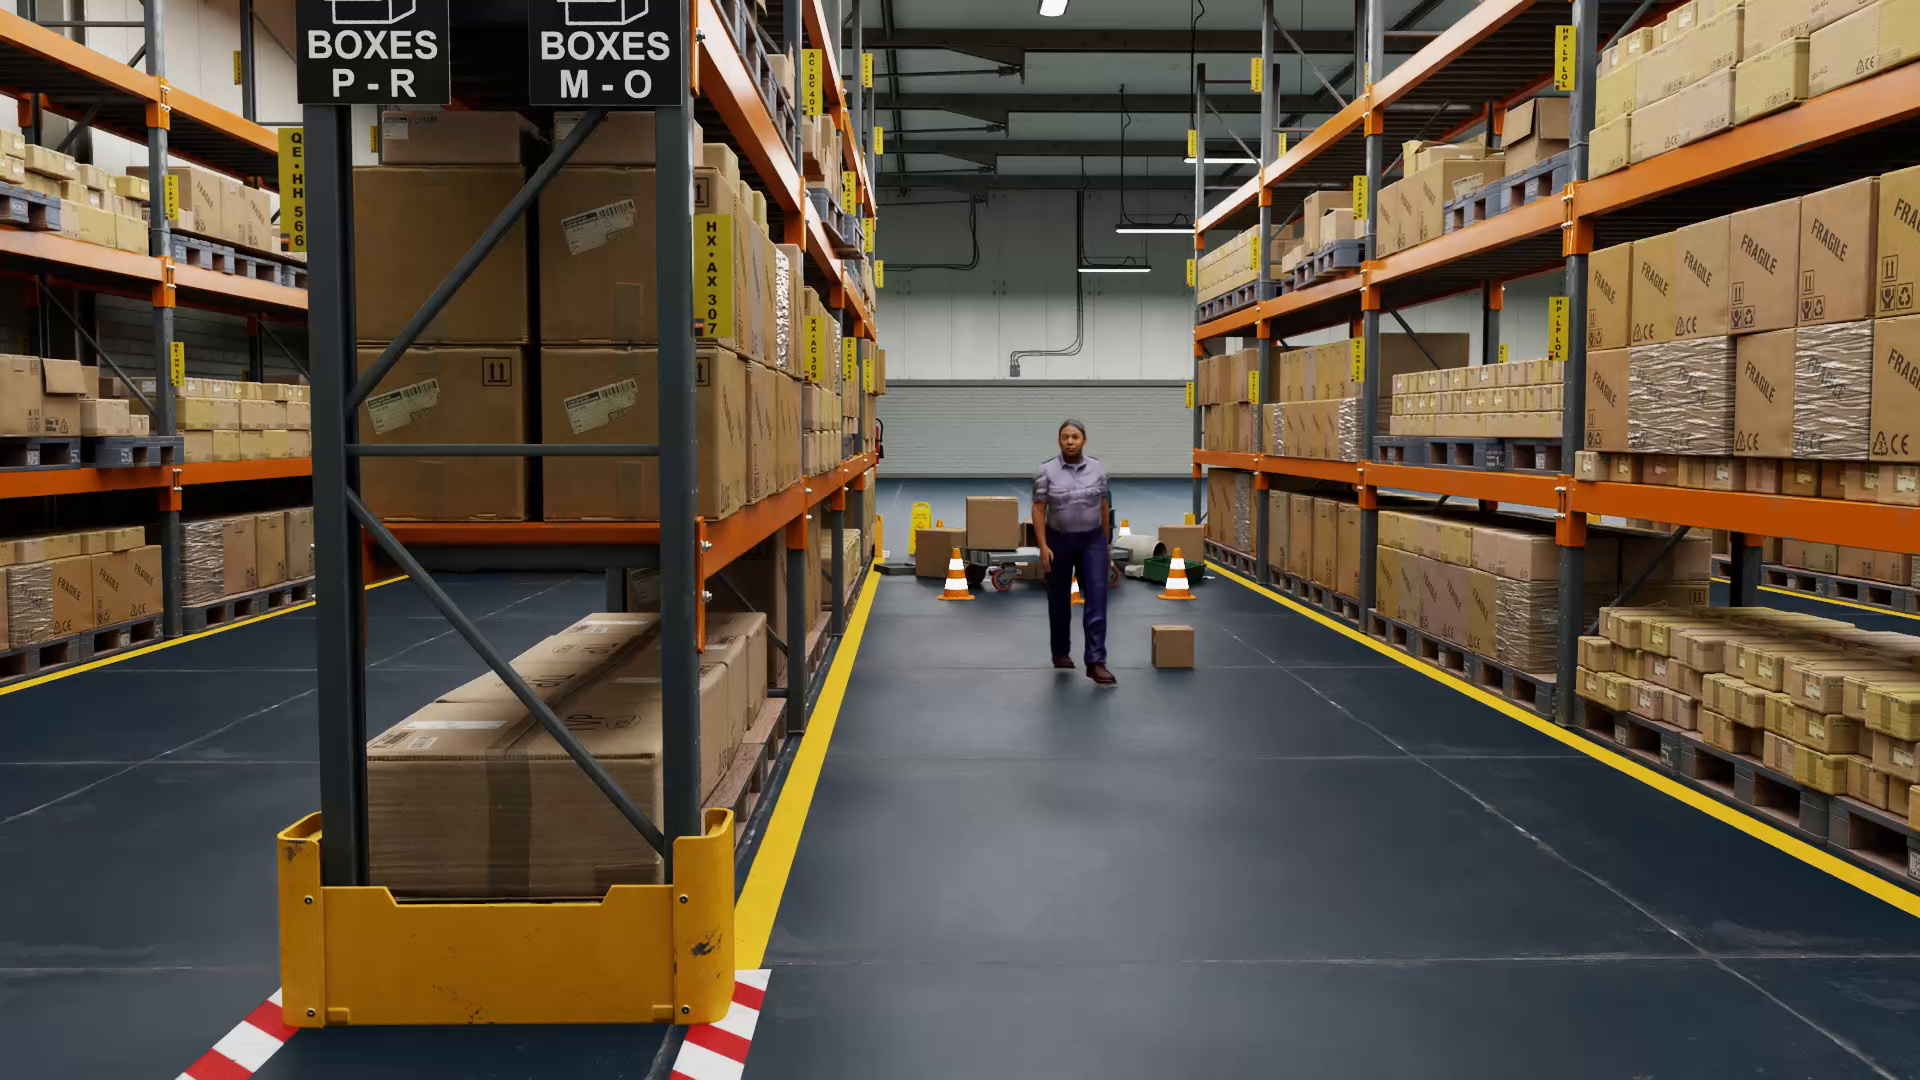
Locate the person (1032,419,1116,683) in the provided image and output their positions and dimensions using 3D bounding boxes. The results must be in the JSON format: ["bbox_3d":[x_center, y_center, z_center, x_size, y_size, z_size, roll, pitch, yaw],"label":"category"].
[{"bbox_3d":[0.697,0.046,10.305,0.510,1.591,0.945,0,4,1],"label":"person"}]
